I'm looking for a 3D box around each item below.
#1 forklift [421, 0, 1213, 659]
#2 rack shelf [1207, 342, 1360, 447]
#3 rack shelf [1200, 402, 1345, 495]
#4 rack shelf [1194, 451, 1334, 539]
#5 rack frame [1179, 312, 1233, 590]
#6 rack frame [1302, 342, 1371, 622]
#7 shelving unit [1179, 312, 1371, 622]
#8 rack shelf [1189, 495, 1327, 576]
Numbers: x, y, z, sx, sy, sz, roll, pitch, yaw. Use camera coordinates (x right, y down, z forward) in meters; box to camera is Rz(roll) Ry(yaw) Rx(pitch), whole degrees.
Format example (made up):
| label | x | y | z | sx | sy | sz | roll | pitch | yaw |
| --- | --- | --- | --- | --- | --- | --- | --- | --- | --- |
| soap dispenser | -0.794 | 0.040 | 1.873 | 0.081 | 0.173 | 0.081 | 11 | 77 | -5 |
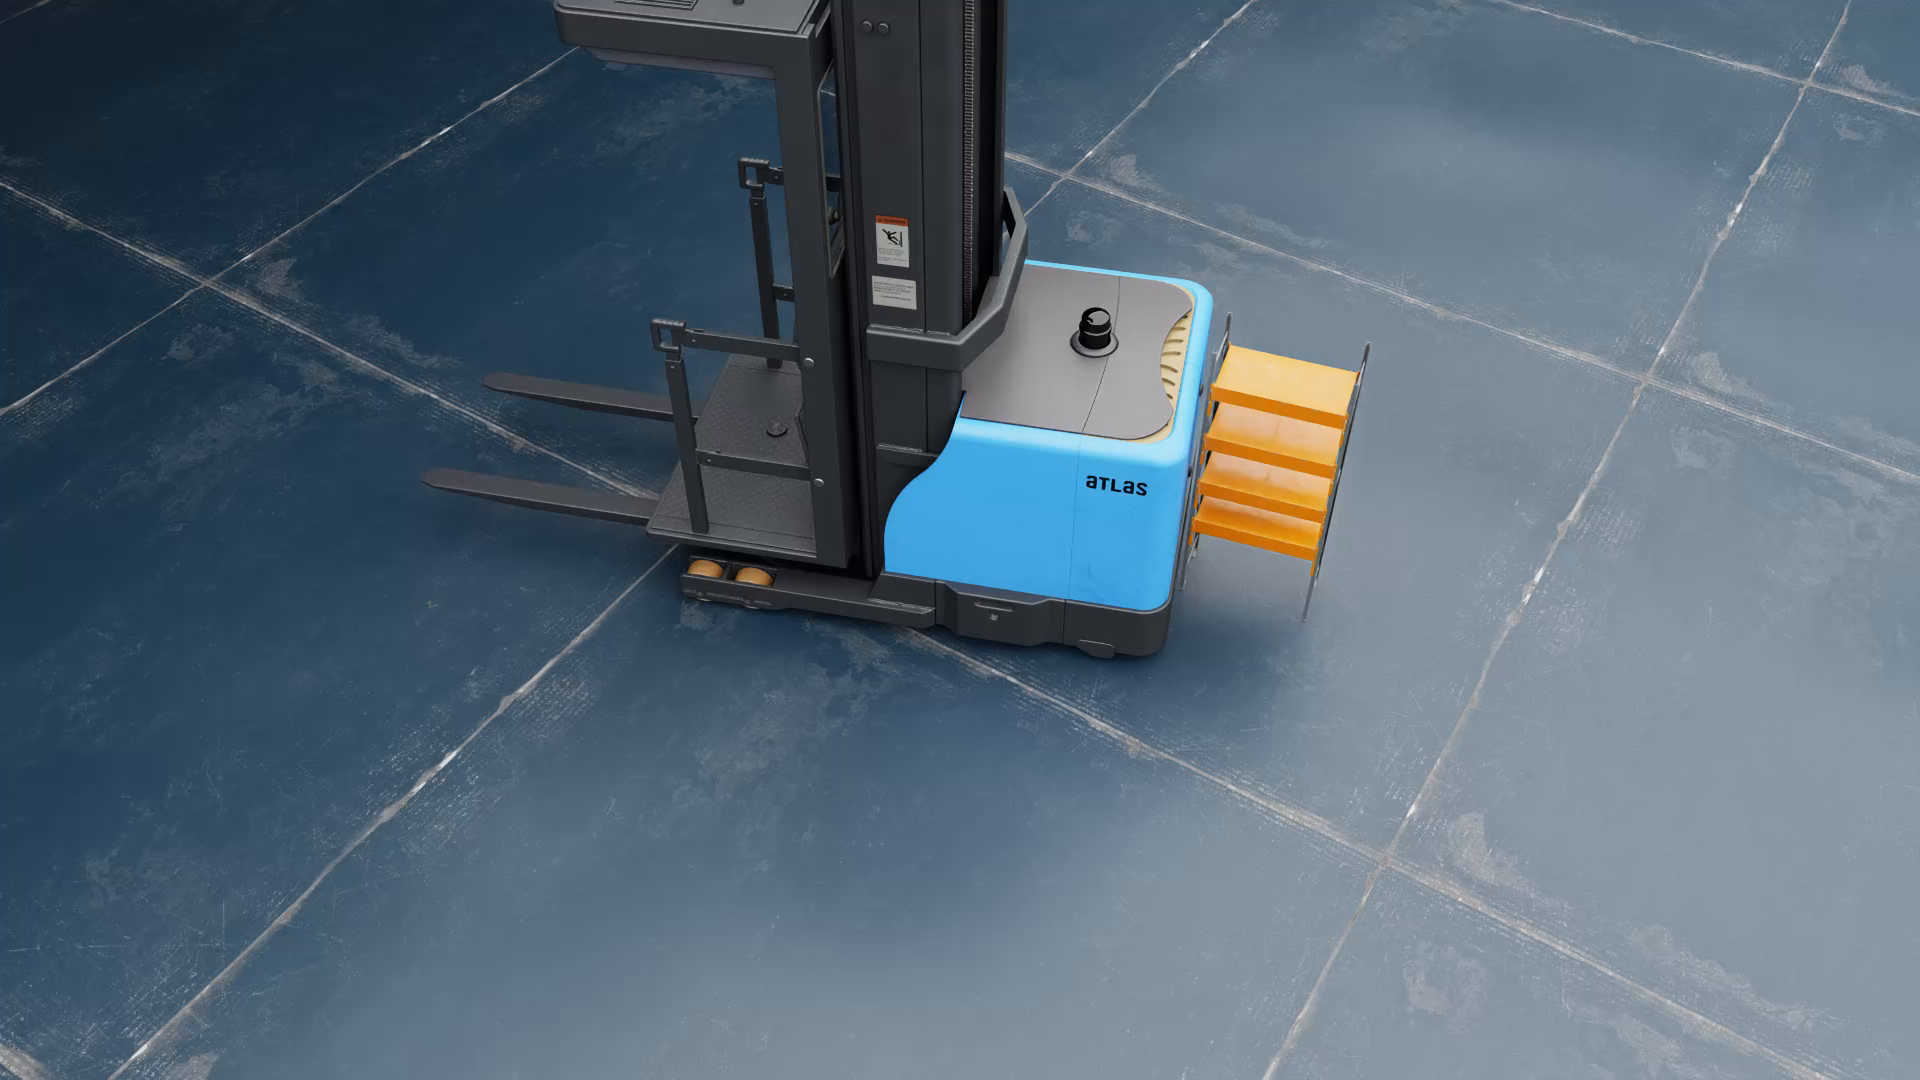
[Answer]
| label | x | y | z | sx | sy | sz | roll | pitch | yaw |
| --- | --- | --- | --- | --- | --- | --- | --- | --- | --- |
| forklift | -0.617 | -1.115 | 5.790 | 3.031 | 2.935 | 1.130 | 9 | 46 | 8 |
| rack shelf | 1.142 | -0.517 | 5.868 | 0.480 | 0.148 | 0.258 | 14 | 48 | 14 |
| rack shelf | 1.142 | -0.352 | 6.038 | 0.480 | 0.148 | 0.258 | 14 | 48 | 14 |
| rack shelf | 1.142 | -0.196 | 6.198 | 0.480 | 0.148 | 0.258 | 14 | 48 | 14 |
| rack frame | 0.913 | -0.303 | 6.208 | 0.015 | 1.200 | 0.240 | 14 | 48 | 14 |
| rack frame | 1.372 | -0.184 | 6.092 | 0.015 | 1.200 | 0.240 | 14 | 48 | 14 |
| shelving unit | 1.142 | -0.243 | 6.150 | 0.503 | 1.200 | 0.258 | 14 | 48 | 14 |
| rack shelf | 1.142 | -0.058 | 6.341 | 0.480 | 0.148 | 0.258 | 14 | 48 | 14 |
